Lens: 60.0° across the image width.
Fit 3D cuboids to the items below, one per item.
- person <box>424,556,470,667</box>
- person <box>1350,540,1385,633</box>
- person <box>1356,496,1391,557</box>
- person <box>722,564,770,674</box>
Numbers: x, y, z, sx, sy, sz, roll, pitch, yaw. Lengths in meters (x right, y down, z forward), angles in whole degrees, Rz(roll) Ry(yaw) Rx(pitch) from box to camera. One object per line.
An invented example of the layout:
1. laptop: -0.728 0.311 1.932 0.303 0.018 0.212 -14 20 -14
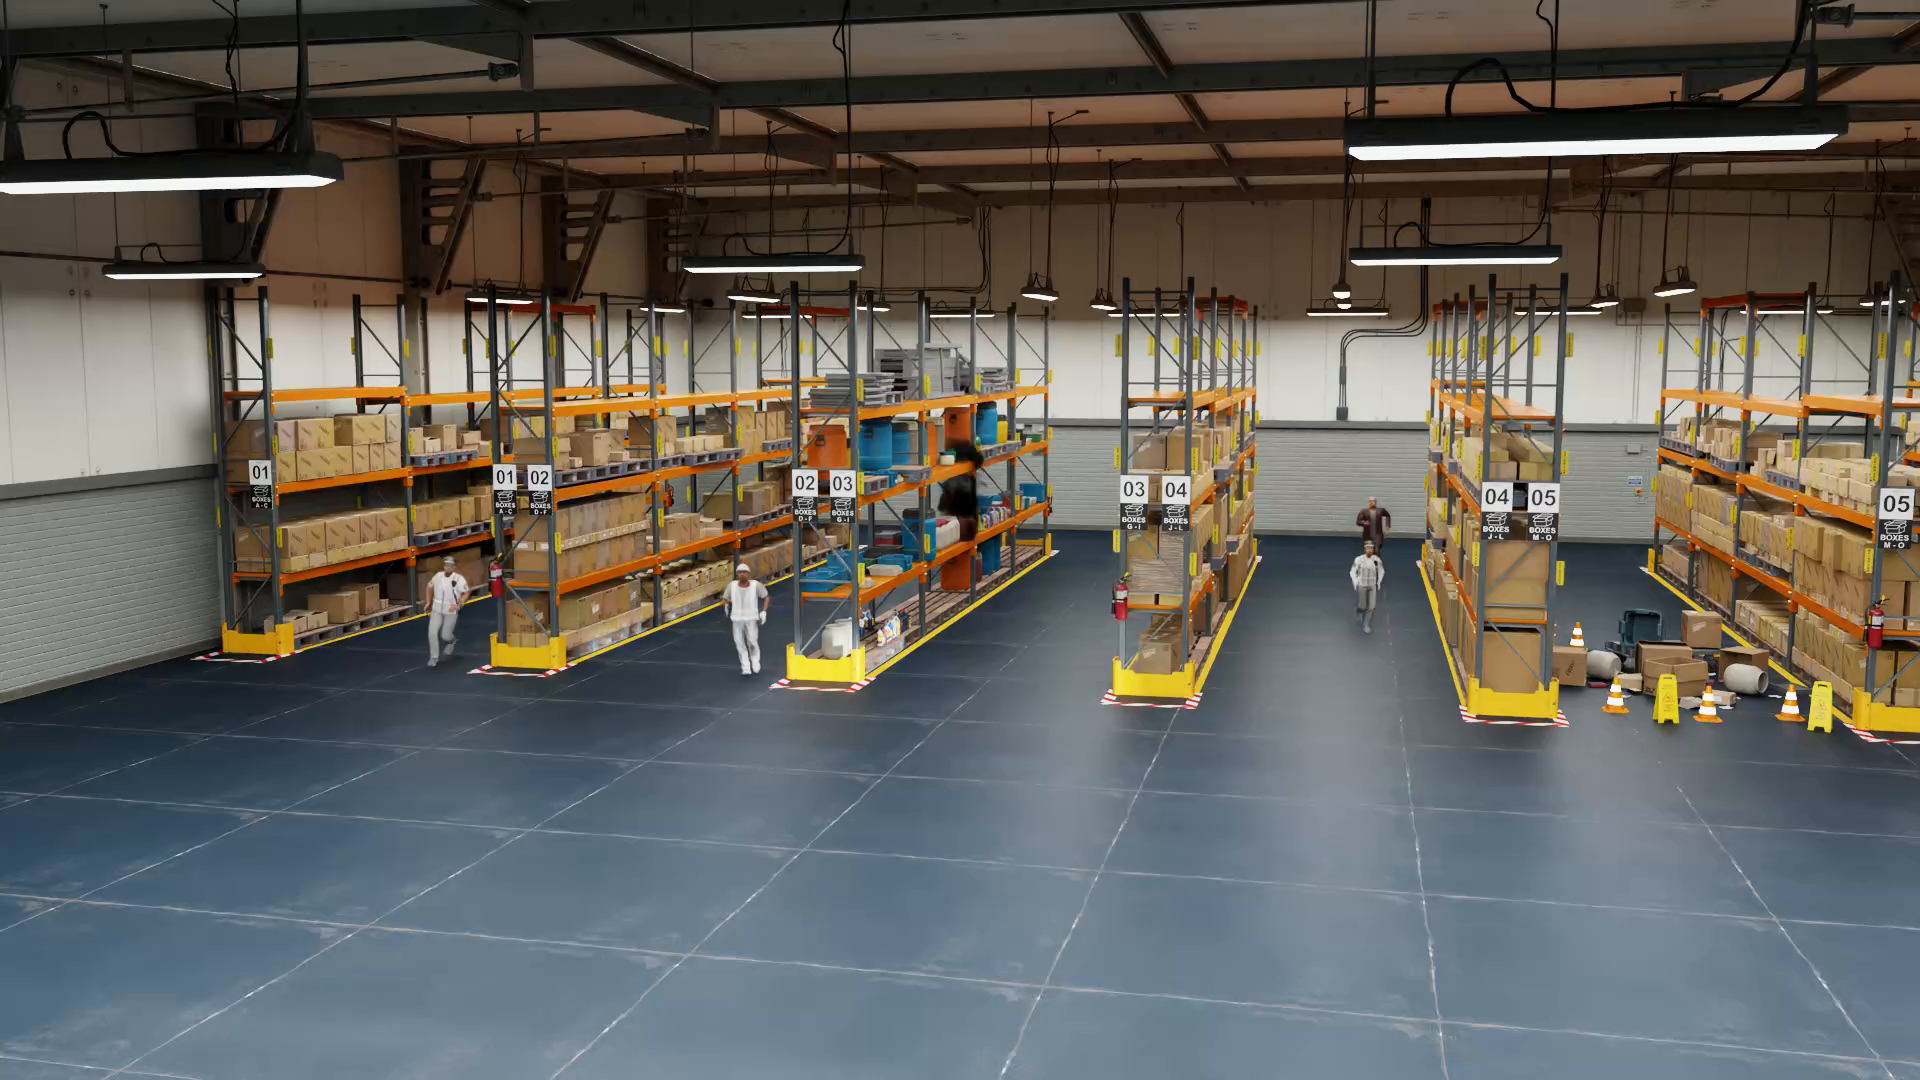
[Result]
1. person: -8.192 1.121 26.553 0.702 1.749 0.690 0 7 1
2. person: 7.236 0.803 29.562 0.603 1.648 0.593 0 7 4
3. person: 9.018 -0.046 36.303 0.728 1.833 0.990 2 7 17
4. person: -3.292 1.235 25.361 0.723 1.751 0.595 0 7 4
